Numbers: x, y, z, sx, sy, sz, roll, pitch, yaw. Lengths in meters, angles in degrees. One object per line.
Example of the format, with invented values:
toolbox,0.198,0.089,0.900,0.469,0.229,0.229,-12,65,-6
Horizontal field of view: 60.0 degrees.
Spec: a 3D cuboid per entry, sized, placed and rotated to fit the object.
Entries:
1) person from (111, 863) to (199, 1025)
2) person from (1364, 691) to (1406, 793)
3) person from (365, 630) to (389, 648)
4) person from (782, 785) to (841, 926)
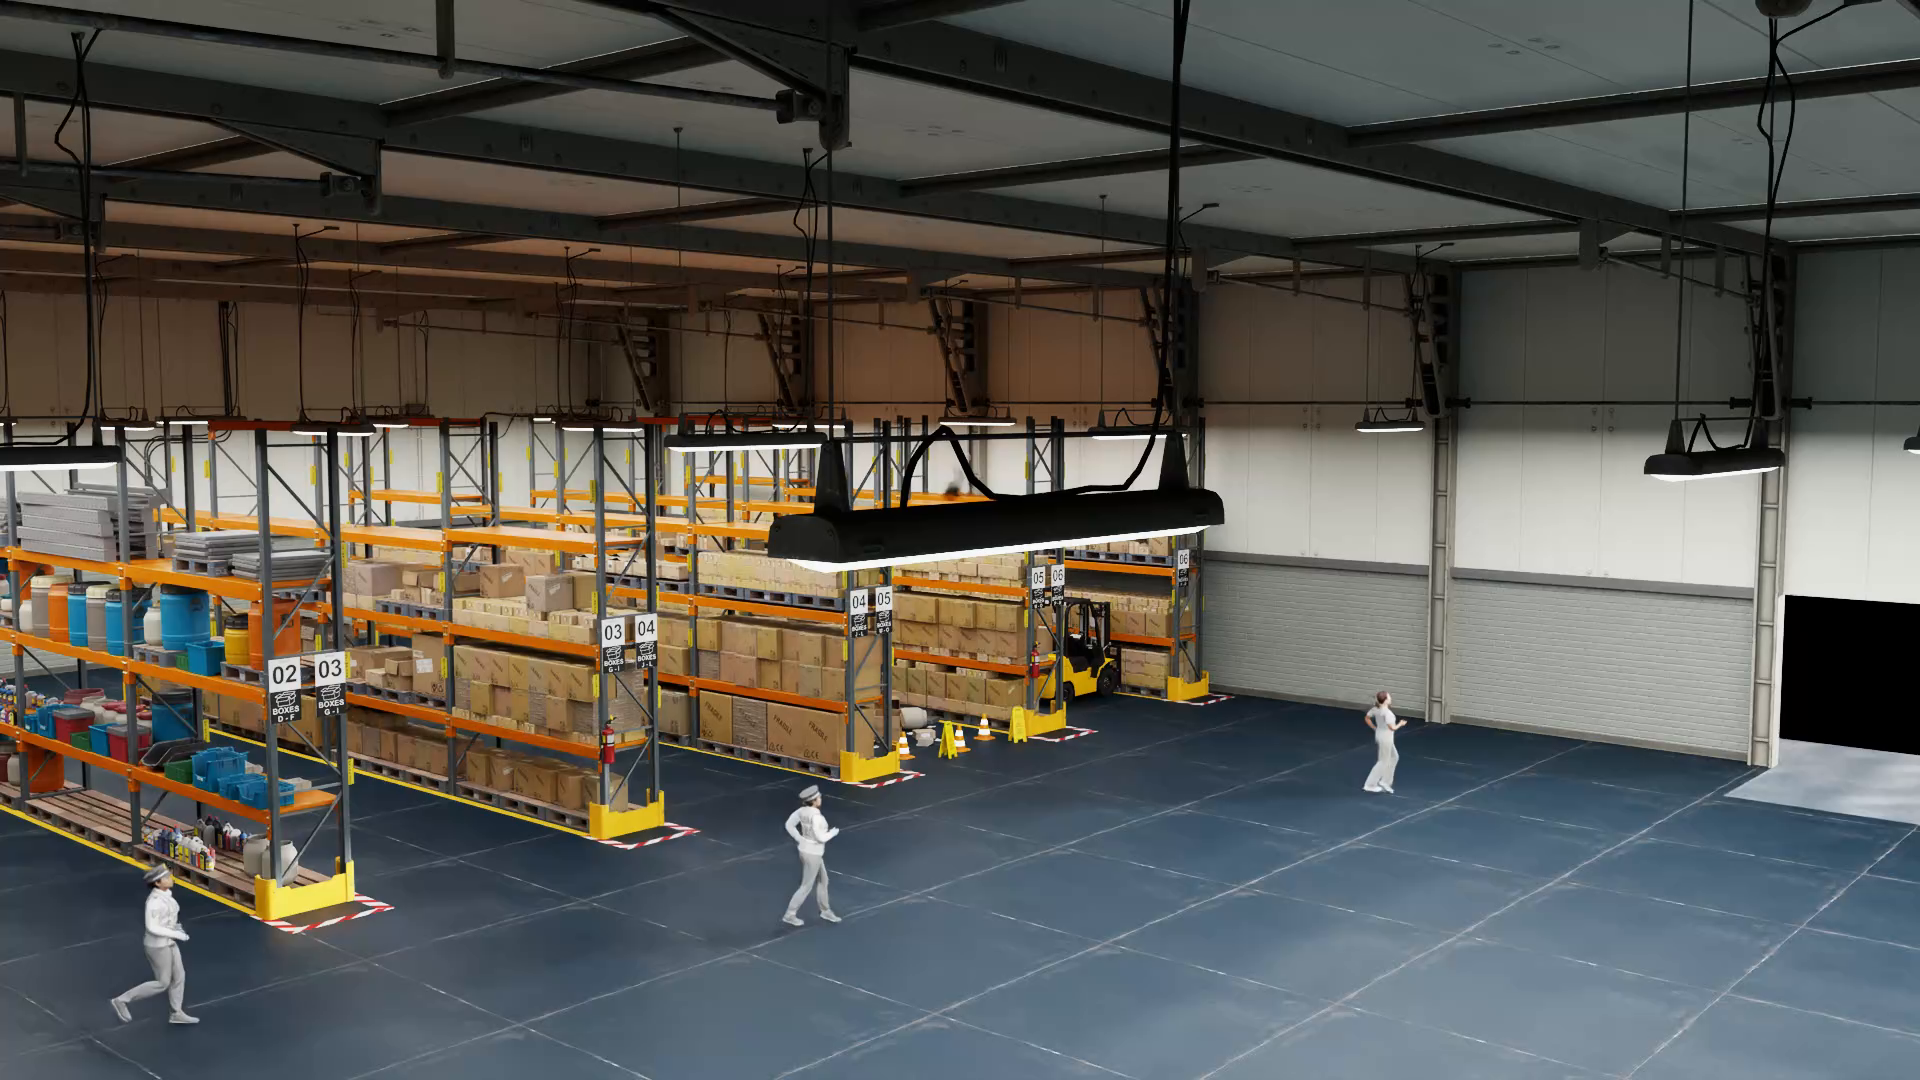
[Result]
person,-8.160,4.107,16.848,0.781,1.695,0.624,-1,5,-17
person,6.843,3.271,26.816,0.691,1.705,0.544,-1,5,-8
person,-14.049,2.232,40.024,0.692,1.589,0.528,-4,6,-42
person,-1.791,3.807,19.992,0.783,1.726,0.610,-2,5,-26
